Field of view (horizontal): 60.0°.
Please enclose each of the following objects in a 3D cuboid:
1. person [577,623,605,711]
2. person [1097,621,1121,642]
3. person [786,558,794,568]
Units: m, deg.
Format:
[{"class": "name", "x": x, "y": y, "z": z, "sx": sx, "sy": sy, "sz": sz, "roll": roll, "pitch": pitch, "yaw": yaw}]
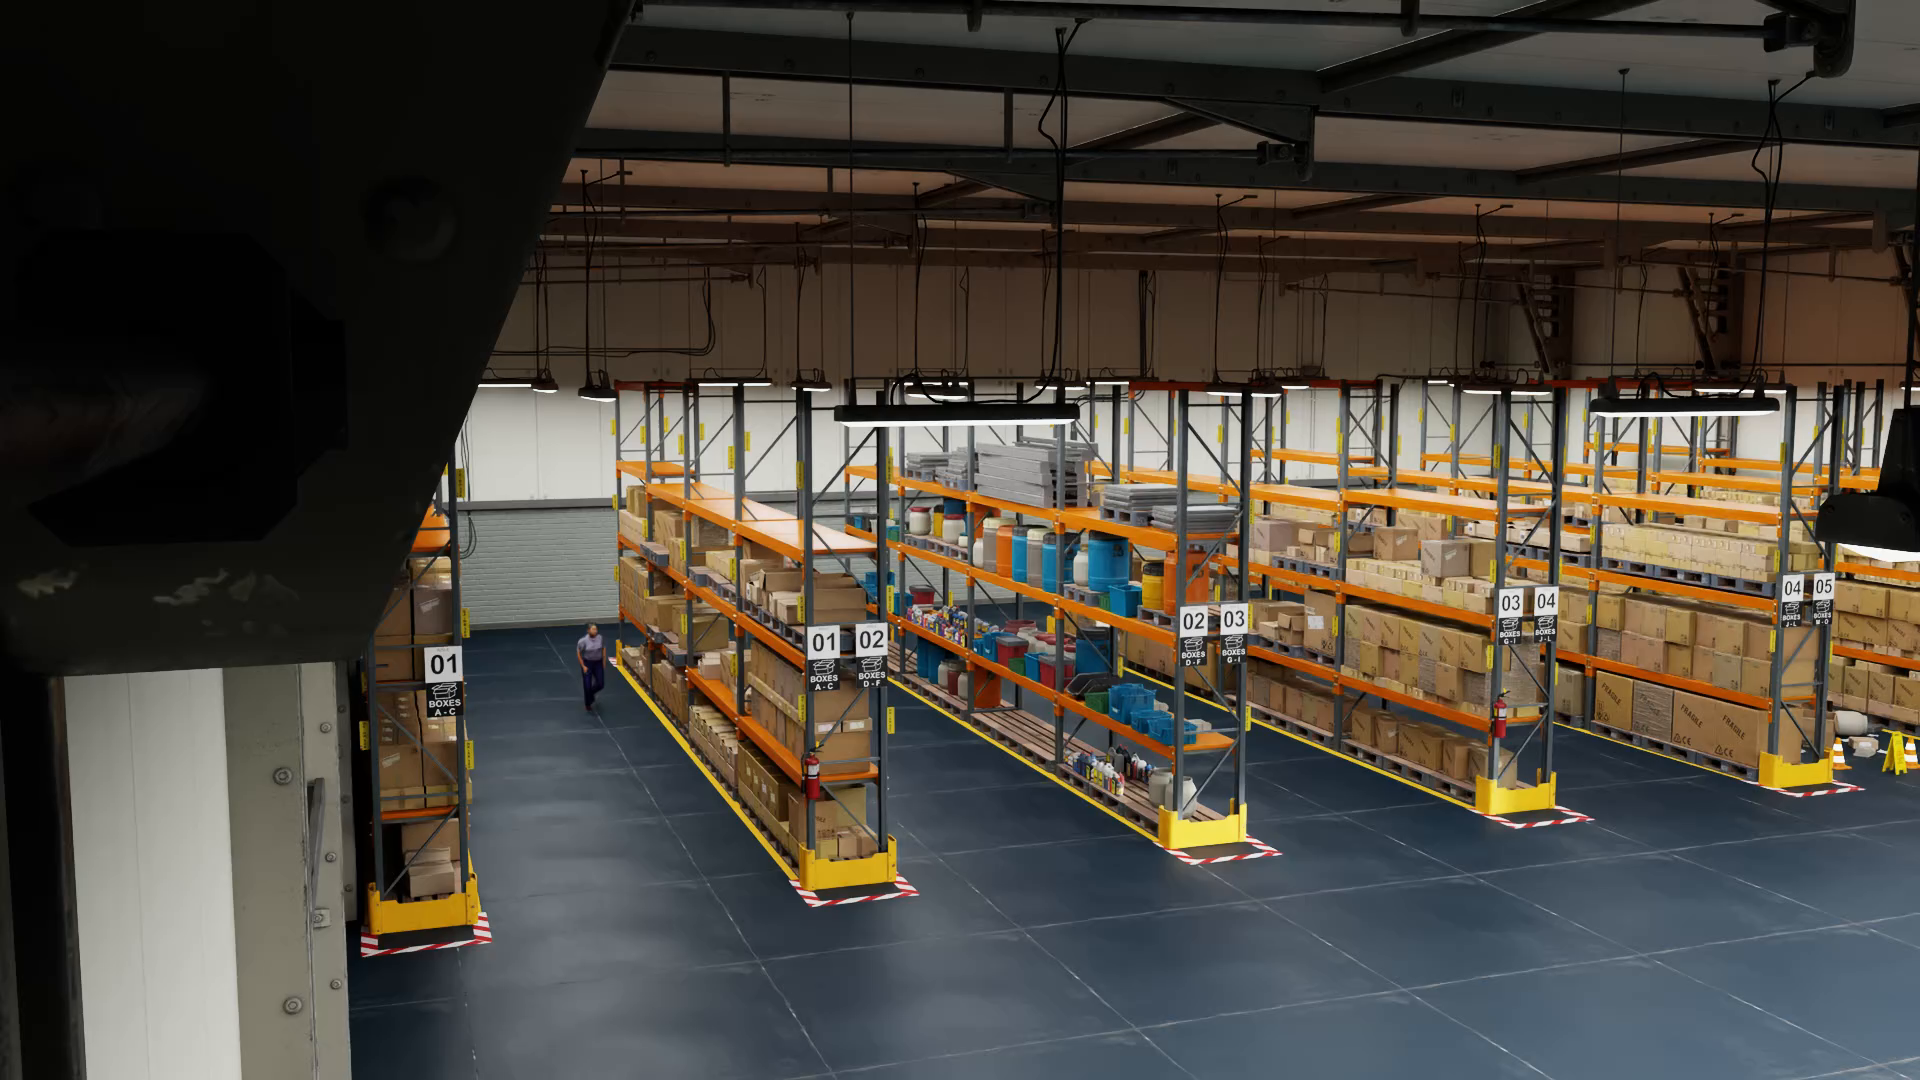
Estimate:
[{"class": "person", "x": -6.804, "y": 2.316, "z": 30.637, "sx": 0.558, "sy": 1.601, "sz": 0.539, "roll": -3, "pitch": 7, "yaw": -27}, {"class": "person", "x": 2.972, "y": 2.023, "z": 32.836, "sx": 0.646, "sy": 1.695, "sz": 0.750, "roll": -4, "pitch": 7, "yaw": -32}, {"class": "person", "x": -4.004, "y": 1.301, "z": 39.296, "sx": 0.620, "sy": 1.713, "sz": 1.100, "roll": -1, "pitch": 6, "yaw": -10}]
